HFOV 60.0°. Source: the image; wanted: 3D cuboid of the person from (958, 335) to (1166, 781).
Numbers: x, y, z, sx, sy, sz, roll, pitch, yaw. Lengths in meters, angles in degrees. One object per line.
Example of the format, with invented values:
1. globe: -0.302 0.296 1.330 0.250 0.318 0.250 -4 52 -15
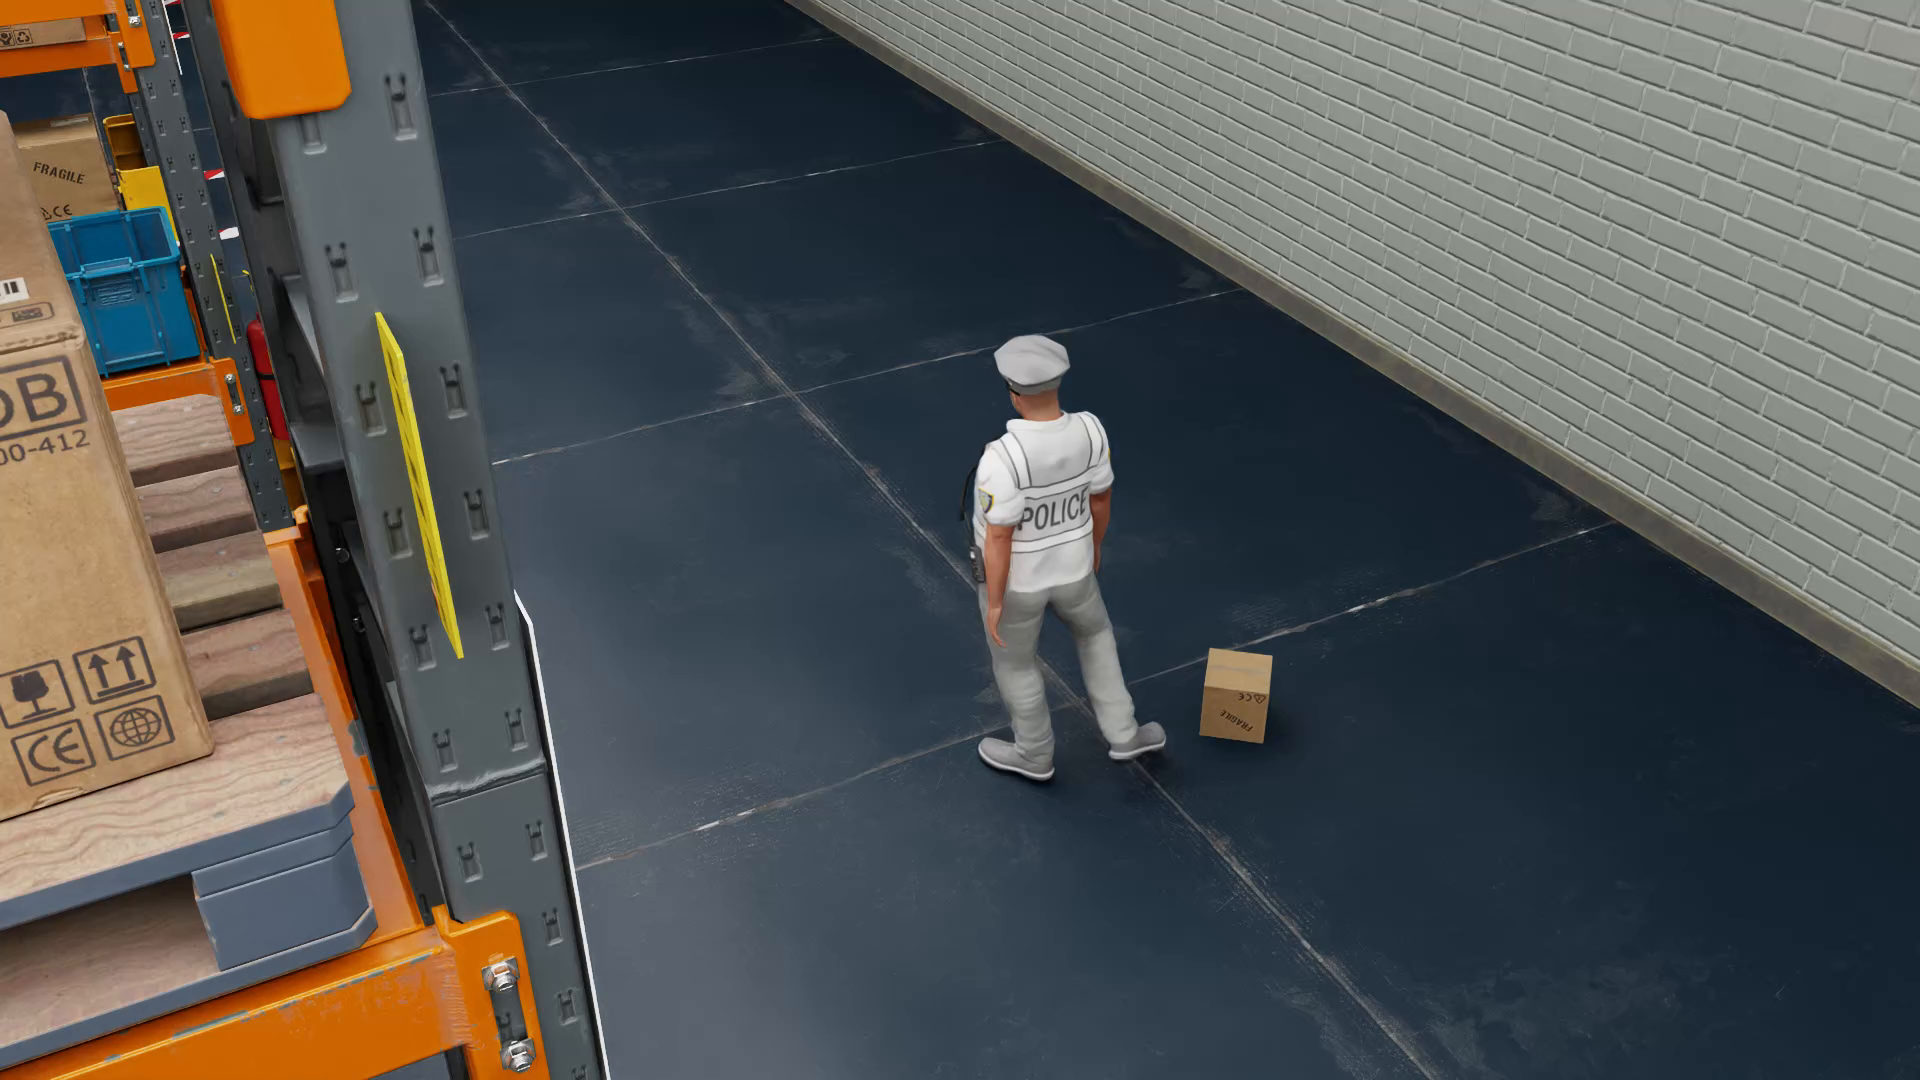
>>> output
1. person: 0.396 0.110 5.966 0.736 1.733 0.559 -17 37 -25
